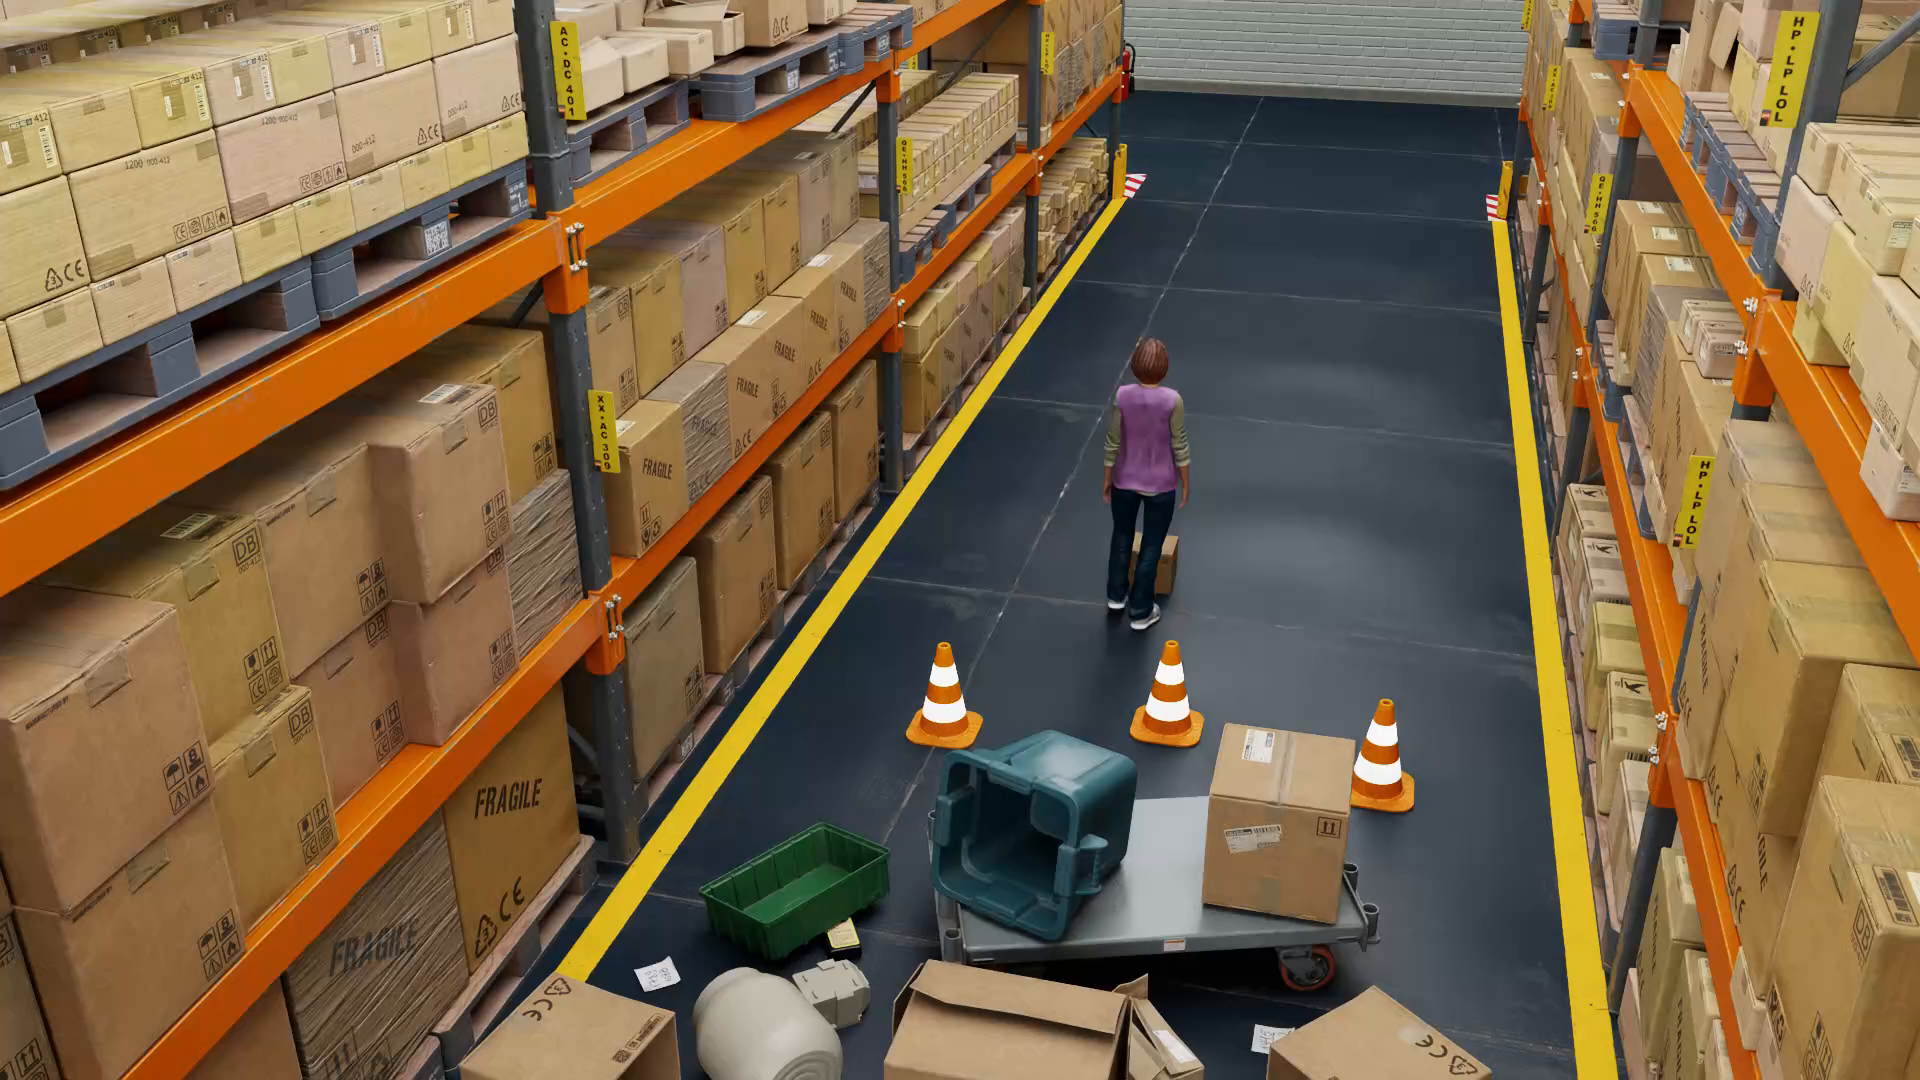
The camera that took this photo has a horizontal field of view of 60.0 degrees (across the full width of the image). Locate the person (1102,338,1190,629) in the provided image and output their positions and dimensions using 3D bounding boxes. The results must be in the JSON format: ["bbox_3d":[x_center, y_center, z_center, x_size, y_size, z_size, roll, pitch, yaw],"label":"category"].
[{"bbox_3d":[0.994,-0.307,8.756,0.449,1.610,0.476,9,27,18],"label":"person"}]
